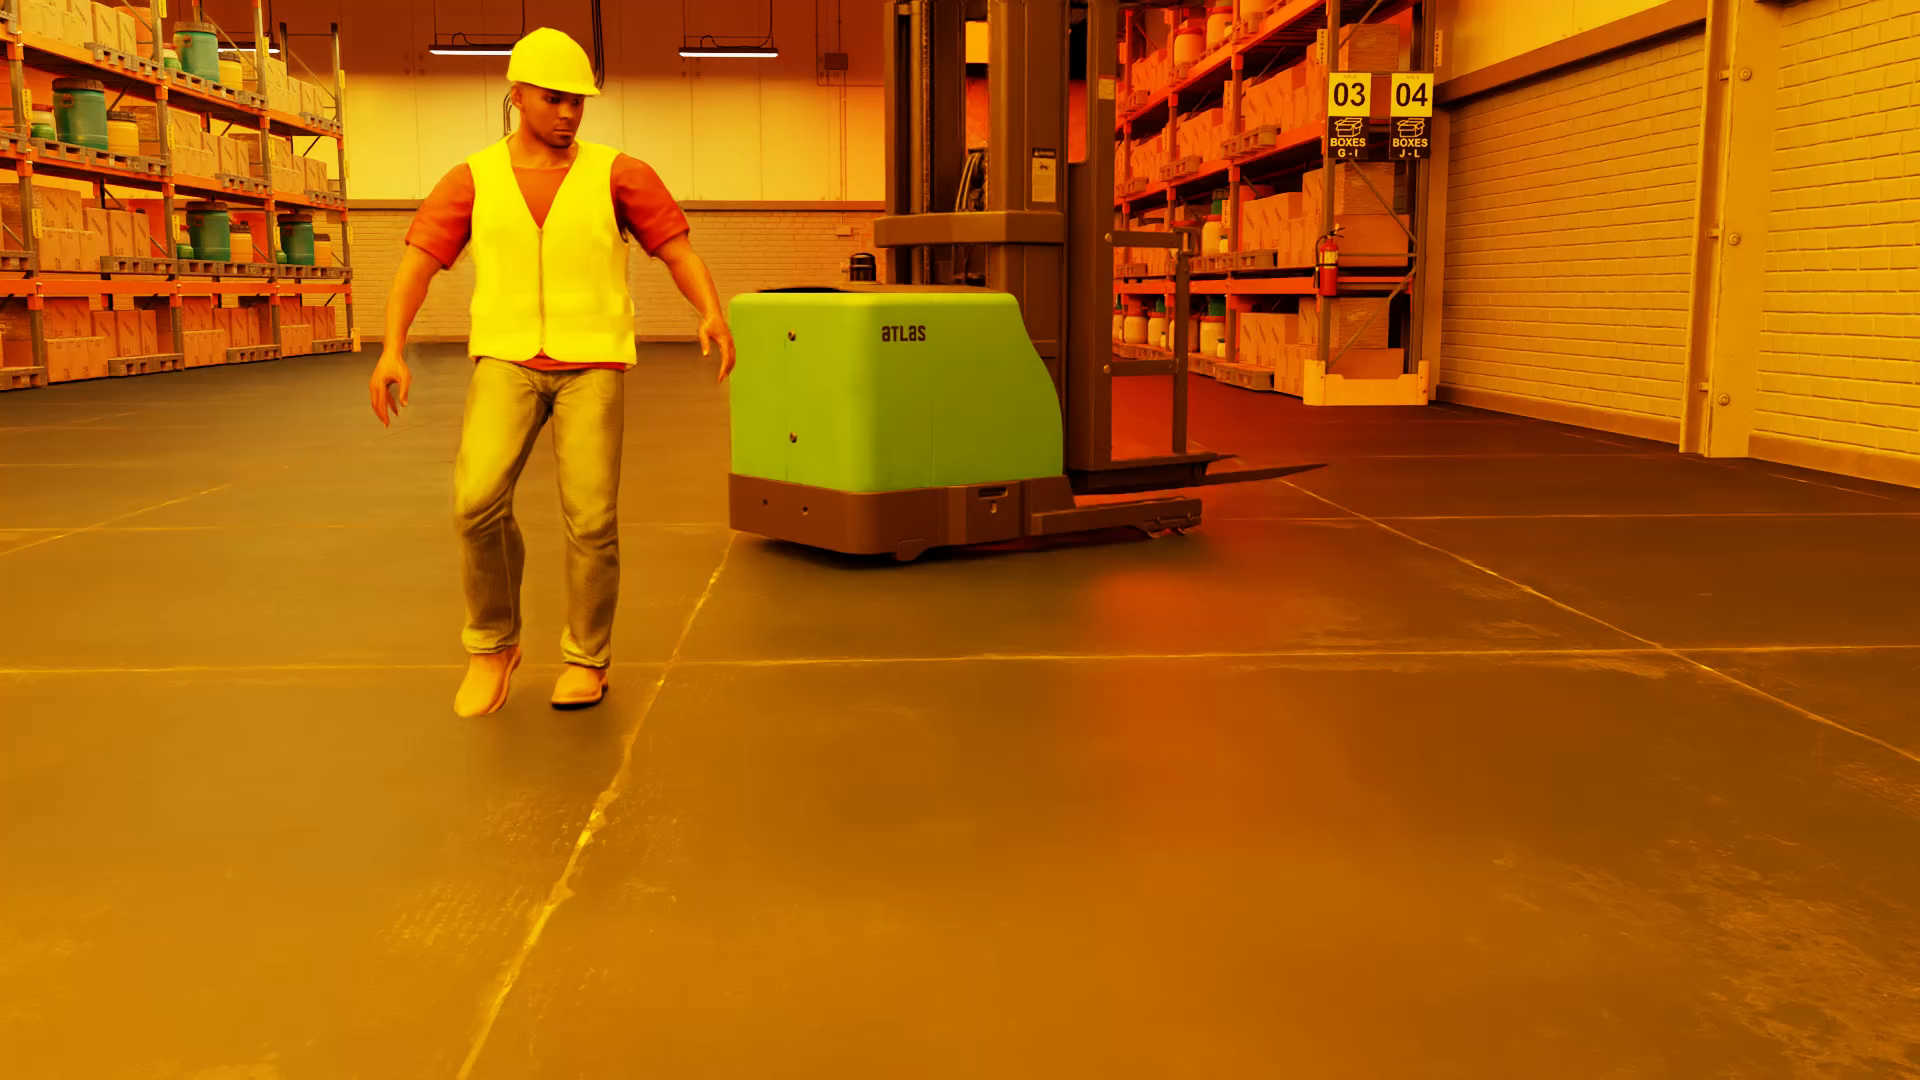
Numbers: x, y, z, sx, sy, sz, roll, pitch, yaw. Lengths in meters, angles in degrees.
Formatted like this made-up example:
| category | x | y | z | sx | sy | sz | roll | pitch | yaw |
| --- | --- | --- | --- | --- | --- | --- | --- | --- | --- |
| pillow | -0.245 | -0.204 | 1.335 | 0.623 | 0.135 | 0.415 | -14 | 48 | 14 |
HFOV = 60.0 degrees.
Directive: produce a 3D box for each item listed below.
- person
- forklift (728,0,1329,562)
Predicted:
| category | x | y | z | sx | sy | sz | roll | pitch | yaw |
| --- | --- | --- | --- | --- | --- | --- | --- | --- | --- |
| person | -1.041 | -0.421 | 4.326 | 0.918 | 1.774 | 0.501 | -1 | 8 | -5 |
| forklift | 0.470 | -1.514 | 7.530 | 3.031 | 2.935 | 1.130 | -7 | 11 | -38 |
